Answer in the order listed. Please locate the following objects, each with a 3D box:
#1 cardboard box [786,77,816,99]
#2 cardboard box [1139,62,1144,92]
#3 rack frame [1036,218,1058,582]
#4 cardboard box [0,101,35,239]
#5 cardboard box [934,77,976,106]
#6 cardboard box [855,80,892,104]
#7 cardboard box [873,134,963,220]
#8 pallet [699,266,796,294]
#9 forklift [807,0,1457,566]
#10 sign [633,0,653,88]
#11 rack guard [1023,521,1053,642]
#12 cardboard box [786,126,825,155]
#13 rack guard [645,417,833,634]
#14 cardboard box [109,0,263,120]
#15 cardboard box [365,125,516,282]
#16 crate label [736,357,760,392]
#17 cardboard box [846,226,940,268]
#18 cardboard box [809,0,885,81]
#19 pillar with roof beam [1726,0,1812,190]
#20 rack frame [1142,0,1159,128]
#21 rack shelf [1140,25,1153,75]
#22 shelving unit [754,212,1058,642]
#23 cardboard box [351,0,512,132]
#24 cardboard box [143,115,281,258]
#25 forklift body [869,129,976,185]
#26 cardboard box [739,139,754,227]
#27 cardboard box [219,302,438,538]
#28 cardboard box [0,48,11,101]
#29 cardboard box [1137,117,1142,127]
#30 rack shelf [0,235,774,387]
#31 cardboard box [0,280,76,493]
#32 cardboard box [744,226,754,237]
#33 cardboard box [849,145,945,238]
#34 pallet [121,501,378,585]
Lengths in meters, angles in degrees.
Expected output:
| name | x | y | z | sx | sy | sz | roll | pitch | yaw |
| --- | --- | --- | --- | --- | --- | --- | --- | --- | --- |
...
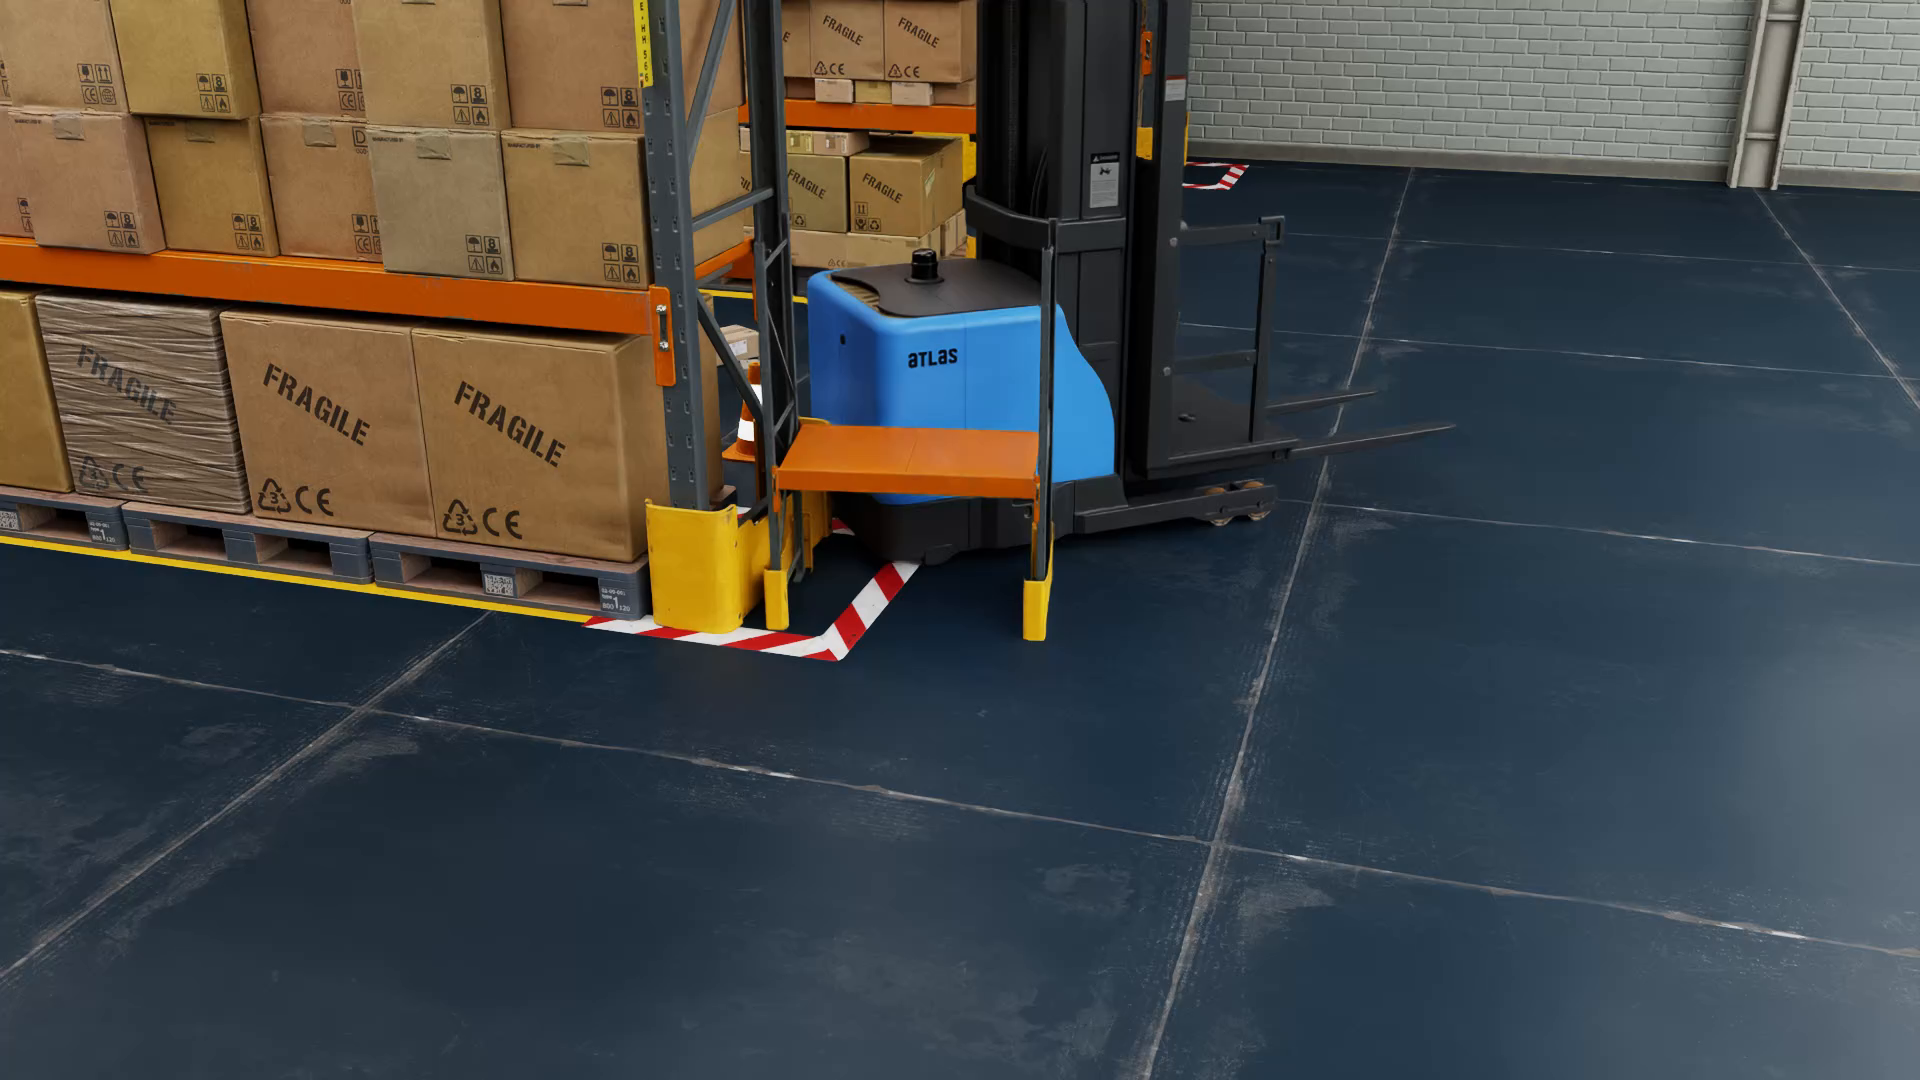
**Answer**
| name | x | y | z | sx | sy | sz | roll | pitch | yaw |
| --- | --- | --- | --- | --- | --- | --- | --- | --- | --- |
| cardboard box | -0.963 | -3.030 | 11.036 | 0.250 | 0.149 | 0.380 | 7 | 23 | 16 |
| cardboard box | 1.455 | -4.373 | 15.732 | 0.500 | 0.250 | 0.500 | 6 | 23 | 15 |
| rack frame | 0.327 | -0.417 | 6.288 | 0.032 | 1.500 | 0.500 | 2 | 24 | 5 |
| cardboard box | -3.842 | -1.673 | 7.200 | 0.550 | 0.550 | 0.875 | 7 | 23 | 16 |
| cardboard box | 0.011 | -2.910 | 10.744 | 0.250 | 0.149 | 0.380 | 7 | 23 | 17 |
| cardboard box | -0.503 | -2.934 | 10.801 | 0.250 | 0.149 | 0.380 | 6 | 23 | 15 |
| cardboard box | -0.285 | -2.524 | 11.552 | 0.500 | 0.500 | 0.500 | 6 | 23 | 14 |
| pallet | -1.574 | -2.018 | 11.911 | 1.213 | 0.211 | 1.003 | 7 | 23 | 16 |
| forklift | 0.878 | -1.596 | 7.300 | 3.031 | 2.935 | 1.130 | -9 | 24 | -21 |
| sign | -1.073 | -1.703 | 5.632 | 0.005 | 0.325 | 0.100 | 7 | 23 | 16 |
| rack guard | 0.309 | 0.154 | 6.544 | 0.087 | 0.250 | 0.587 | 2 | 24 | 5 |
| cardboard box | -1.022 | -2.670 | 11.054 | 0.250 | 0.149 | 0.380 | 7 | 23 | 16 |
| rack guard | -0.880 | -0.095 | 6.842 | 0.348 | 0.500 | 1.175 | 7 | 23 | 16 |
| cardboard box | -2.842 | -2.026 | 6.636 | 0.500 | 0.550 | 0.875 | 7 | 23 | 16 |
| cardboard box | -1.804 | -1.400 | 6.532 | 0.550 | 0.550 | 0.875 | 7 | 23 | 16 |
| crate label | -1.119 | -0.940 | 9.382 | 0.298 | 0.136 | 0.250 | -5 | 23 | -12 |
| cardboard box | -0.444 | -1.979 | 11.212 | 0.500 | 0.250 | 0.500 | 6 | 23 | 15 |
| cardboard box | -0.647 | -3.263 | 10.749 | 0.500 | 0.500 | 0.500 | 7 | 23 | 16 |
| pillar with roof beam | 5.955 | -5.825 | 9.612 | 0.400 | 9.000 | 9.100 | 7 | 23 | 16 |
| rack frame | 1.861 | -4.867 | 15.183 | 0.127 | 3.000 | 1.000 | 7 | 23 | 16 |
| rack shelf | -0.054 | -4.754 | 15.854 | 4.000 | 0.370 | 1.077 | 7 | 23 | 16 |
| shelving unit | -0.188 | -0.437 | 6.337 | 1.083 | 1.500 | 0.587 | 2 | 24 | 5 |
| cardboard box | -1.800 | -1.904 | 6.339 | 0.550 | 0.550 | 0.875 | 7 | 23 | 16 |
| cardboard box | -2.823 | -1.550 | 6.898 | 0.500 | 0.550 | 0.875 | 7 | 23 | 16 |
| forklift body | -0.482 | -4.020 | 14.235 | 1.214 | 2.155 | 2.313 | 7 | 23 | 16 |
| cardboard box | -1.394 | -2.439 | 11.346 | 0.500 | 0.500 | 0.500 | 6 | 23 | 14 |
| cardboard box | -2.414 | -0.611 | 7.054 | 0.875 | 0.875 | 0.875 | 6 | 23 | 15 |
| cardboard box | -3.829 | -2.190 | 7.037 | 0.550 | 0.550 | 0.875 | 7 | 23 | 16 |
| cardboard box | 1.447 | -3.914 | 15.930 | 0.500 | 0.250 | 0.500 | 7 | 23 | 16 |
| rack shelf | -2.817 | -1.140 | 7.045 | 4.000 | 0.370 | 1.077 | 7 | 23 | 16 |
| cardboard box | -4.150 | -0.809 | 7.536 | 0.875 | 0.875 | 0.875 | 7 | 23 | 16 |
| cardboard box | -1.417 | -2.091 | 11.486 | 0.500 | 0.250 | 0.500 | 6 | 23 | 14 |
| cardboard box | -0.412 | -2.325 | 11.068 | 0.500 | 0.500 | 0.500 | 7 | 23 | 16 |
| pallet | -2.855 | -0.157 | 7.375 | 1.213 | 0.211 | 1.003 | 7 | 23 | 15 |
